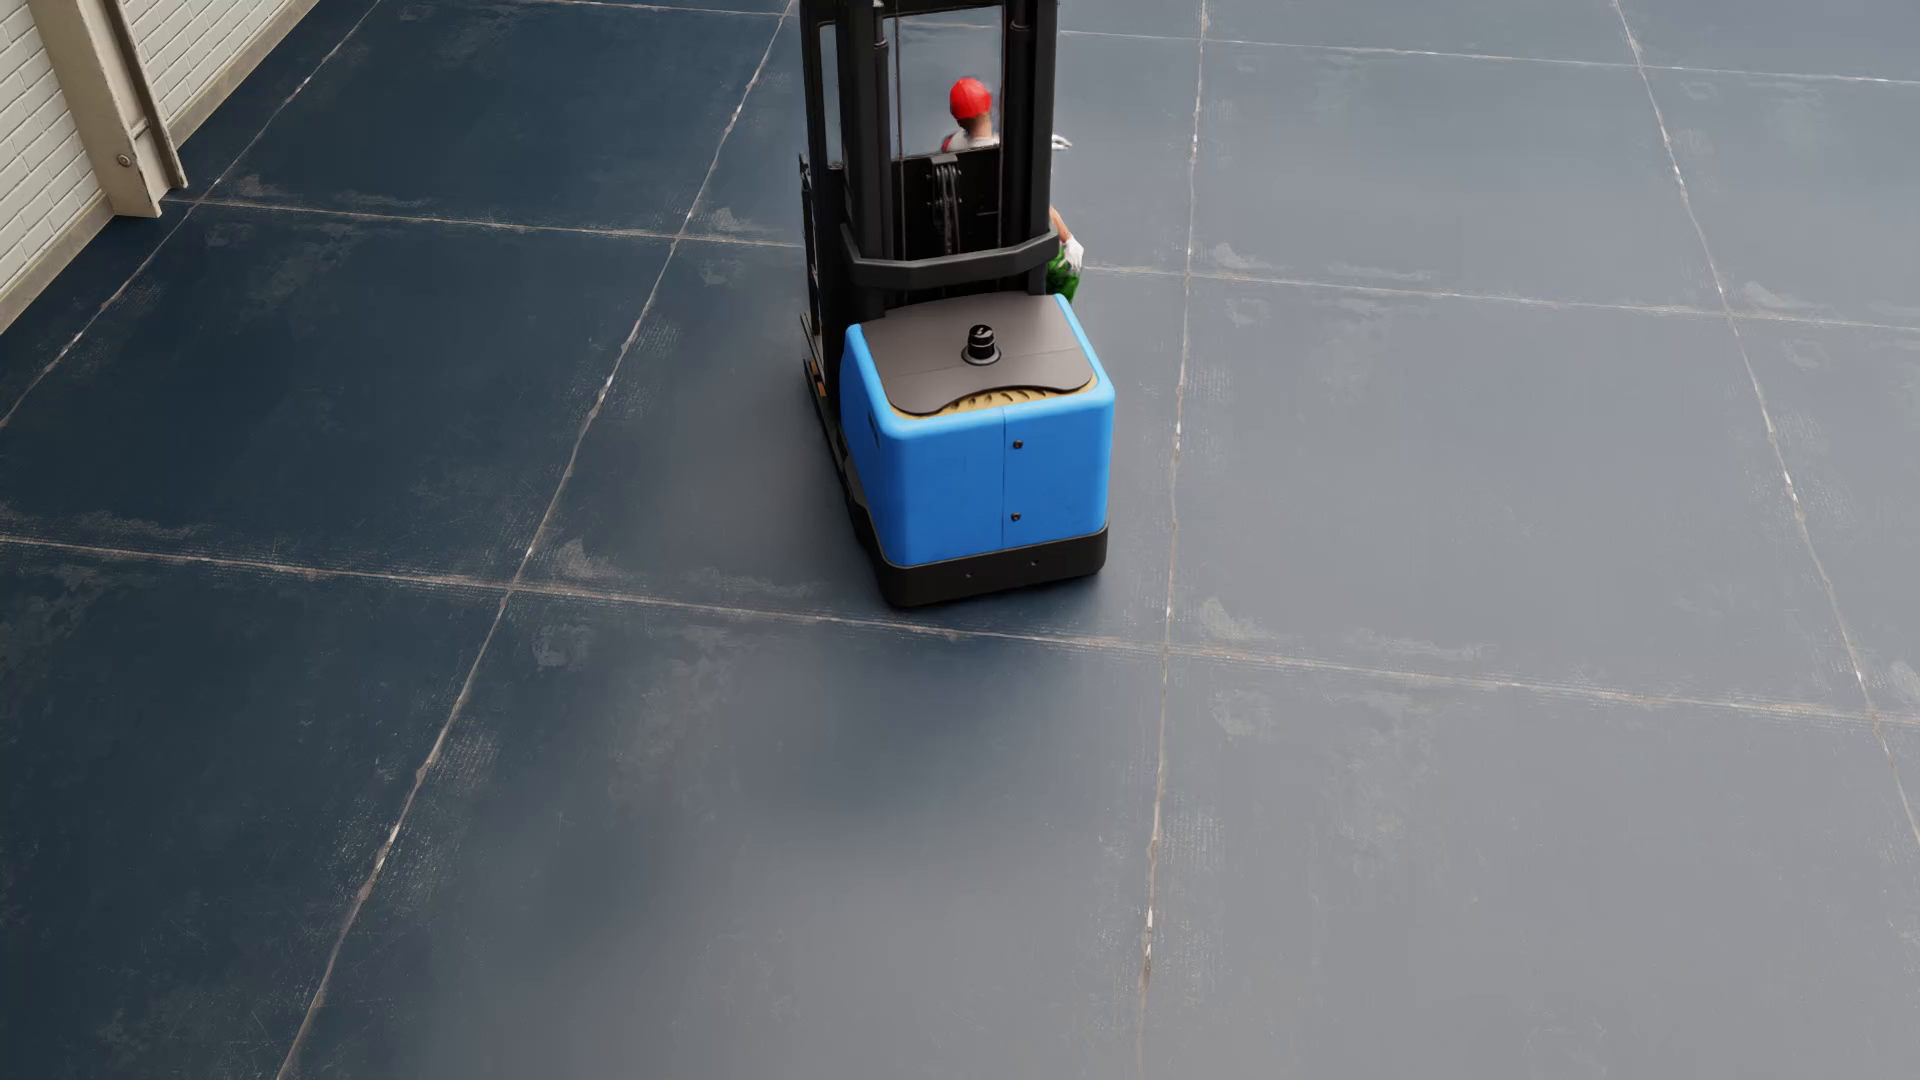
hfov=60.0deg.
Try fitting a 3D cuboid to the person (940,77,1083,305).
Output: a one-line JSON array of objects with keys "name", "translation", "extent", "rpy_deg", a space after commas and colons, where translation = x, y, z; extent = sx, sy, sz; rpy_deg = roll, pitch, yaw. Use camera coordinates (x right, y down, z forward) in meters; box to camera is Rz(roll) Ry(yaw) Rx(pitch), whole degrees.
[{"name": "person", "translation": [0.284, -1.546, 8.362], "extent": [0.797, 1.672, 0.882], "rpy_deg": [22, 47, 22]}]

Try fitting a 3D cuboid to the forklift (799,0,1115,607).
[{"name": "forklift", "translation": [-0.191, -1.791, 7.674], "extent": [1.130, 2.935, 3.031], "rpy_deg": [-10, 44, -11]}]
